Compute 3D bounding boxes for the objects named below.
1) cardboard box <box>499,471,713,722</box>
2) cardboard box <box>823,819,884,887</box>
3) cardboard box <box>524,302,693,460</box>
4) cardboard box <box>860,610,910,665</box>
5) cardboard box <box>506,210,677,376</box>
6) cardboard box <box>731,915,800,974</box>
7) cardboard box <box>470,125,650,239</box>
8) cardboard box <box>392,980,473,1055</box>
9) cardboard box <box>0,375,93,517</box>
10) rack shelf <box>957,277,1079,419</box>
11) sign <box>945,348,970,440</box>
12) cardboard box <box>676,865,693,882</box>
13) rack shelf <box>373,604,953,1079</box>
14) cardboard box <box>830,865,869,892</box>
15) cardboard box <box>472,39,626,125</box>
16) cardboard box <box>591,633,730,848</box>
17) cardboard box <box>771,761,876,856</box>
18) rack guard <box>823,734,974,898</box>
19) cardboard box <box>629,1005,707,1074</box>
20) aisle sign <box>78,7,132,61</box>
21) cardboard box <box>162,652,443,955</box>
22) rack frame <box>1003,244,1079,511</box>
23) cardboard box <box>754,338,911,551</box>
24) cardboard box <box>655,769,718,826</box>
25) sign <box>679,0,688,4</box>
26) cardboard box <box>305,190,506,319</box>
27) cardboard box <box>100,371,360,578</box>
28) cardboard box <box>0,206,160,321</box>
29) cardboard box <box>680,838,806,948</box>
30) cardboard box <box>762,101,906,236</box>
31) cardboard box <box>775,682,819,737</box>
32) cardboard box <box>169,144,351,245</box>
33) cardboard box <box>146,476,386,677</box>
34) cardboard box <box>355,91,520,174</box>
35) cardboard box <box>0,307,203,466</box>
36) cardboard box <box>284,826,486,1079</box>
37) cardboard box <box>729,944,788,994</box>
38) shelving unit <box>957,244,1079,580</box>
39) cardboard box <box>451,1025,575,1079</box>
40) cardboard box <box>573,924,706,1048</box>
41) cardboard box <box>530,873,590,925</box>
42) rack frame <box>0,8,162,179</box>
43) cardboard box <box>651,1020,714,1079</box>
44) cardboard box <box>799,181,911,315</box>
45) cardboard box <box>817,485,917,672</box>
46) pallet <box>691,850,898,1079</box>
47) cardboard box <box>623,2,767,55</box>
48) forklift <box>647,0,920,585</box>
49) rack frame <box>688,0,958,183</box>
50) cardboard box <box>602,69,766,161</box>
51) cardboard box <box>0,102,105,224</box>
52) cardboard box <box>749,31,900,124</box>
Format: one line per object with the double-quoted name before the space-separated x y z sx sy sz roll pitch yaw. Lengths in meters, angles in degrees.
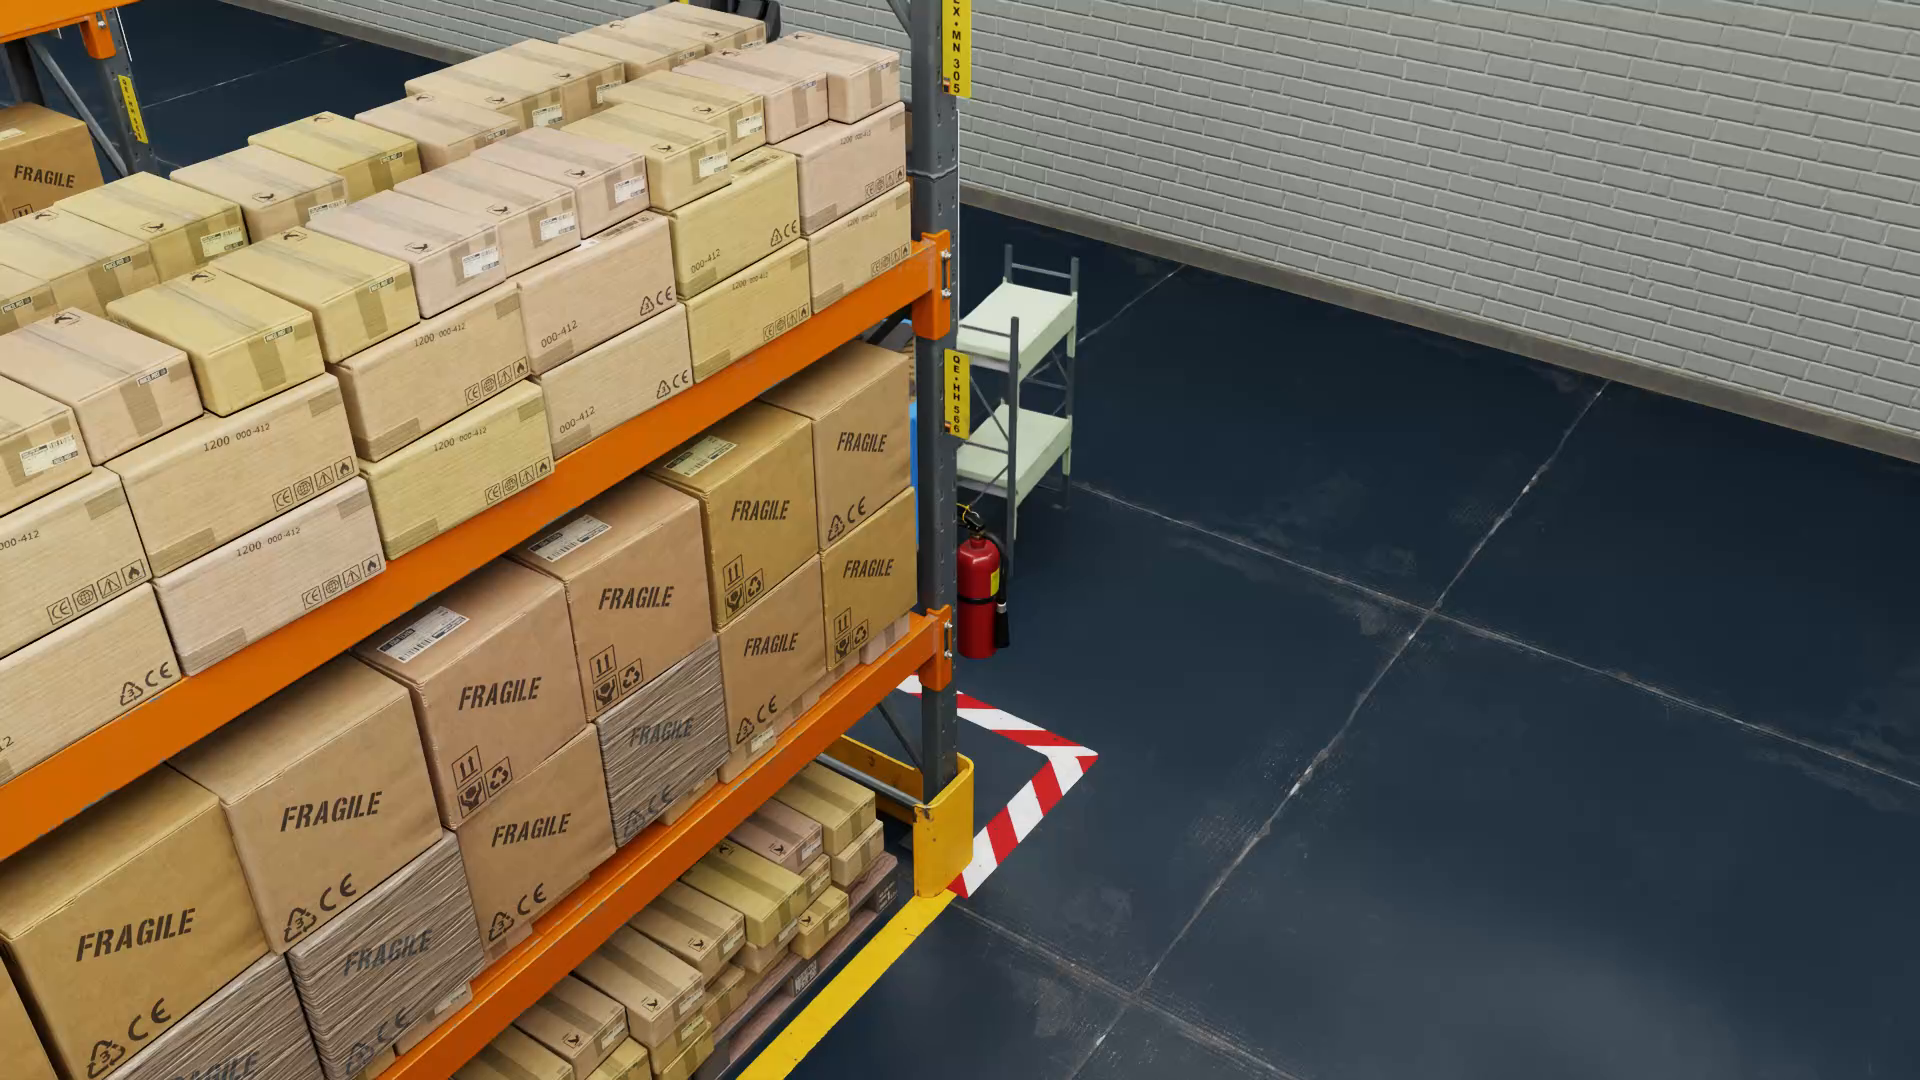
"cardboard box" -1.089 0.116 4.829 0.500 0.500 0.500 23 41 30
"cardboard box" -0.521 1.147 6.456 0.380 0.149 0.250 20 39 27
"cardboard box" -1.075 -0.496 4.438 0.500 0.250 0.500 23 40 30
"cardboard box" -0.408 0.274 6.067 0.380 0.149 0.250 21 39 28
"cardboard box" -1.093 -0.694 4.284 0.500 0.250 0.500 22 40 29
"cardboard box" -0.816 1.387 6.101 0.380 0.149 0.250 20 39 26
"cardboard box" -1.025 -0.922 4.266 0.380 0.149 0.250 20 39 27
"cardboard box" -1.594 1.227 4.658 0.380 0.149 0.250 23 40 30
"cardboard box" -1.905 -0.192 3.186 0.380 0.149 0.250 20 39 27
"rack shelf" 0.253 -0.974 8.331 0.431 0.370 0.720 15 37 21
"sign" -0.010 -0.495 5.664 0.100 0.325 0.005 21 39 28
"cardboard box" -1.233 1.221 6.347 0.380 0.149 0.250 22 40 29
"rack shelf" -1.595 1.148 5.193 1.077 0.370 4.000 21 39 28
"cardboard box" -0.583 1.245 6.577 0.380 0.149 0.250 22 40 29
"cardboard box" -1.201 -1.334 4.874 0.380 0.149 0.250 21 39 28
"cardboard box" -1.078 0.526 5.116 0.500 0.500 0.500 21 40 28
"cardboard box" -0.548 1.015 6.387 0.380 0.149 0.250 22 40 29
"rack guard" -0.498 1.000 7.001 1.175 0.500 0.348 21 39 28
"cardboard box" -1.100 1.629 5.743 0.380 0.149 0.250 22 40 29
"aisle sign" -4.184 -2.716 7.943 0.394 0.787 0.004 21 39 28
"cardboard box" -1.682 0.596 4.119 0.500 0.500 0.500 22 40 29
"rack frame" 0.414 -0.835 8.822 0.400 1.500 0.023 15 37 21
"cardboard box" -0.511 -0.359 5.532 0.500 0.500 0.500 20 39 27
"cardboard box" -1.012 0.733 5.388 0.380 0.149 0.250 19 39 26
"sign" -0.900 -1.848 5.523 0.100 0.325 0.005 21 39 28
"cardboard box" -1.298 -0.675 3.900 0.380 0.149 0.250 20 39 27
"cardboard box" -1.677 -0.217 3.579 0.500 0.250 0.500 22 40 29
"cardboard box" -2.065 -0.617 3.815 0.380 0.149 0.250 21 39 28
"cardboard box" -0.782 1.272 6.007 0.380 0.149 0.250 20 39 27
"cardboard box" -0.508 -1.165 4.980 0.500 0.250 0.500 20 39 27
"cardboard box" -0.711 0.496 5.738 0.380 0.149 0.250 21 39 28
"cardboard box" -1.736 -0.842 4.146 0.380 0.149 0.250 23 40 30
"cardboard box" -1.663 -0.006 3.713 0.500 0.250 0.500 23 40 30
"cardboard box" -1.400 -1.070 4.484 0.380 0.149 0.250 22 40 29
"cardboard box" -1.775 -0.318 3.372 0.380 0.149 0.250 20 39 27
"cardboard box" -1.653 1.008 4.403 0.500 0.500 0.500 20 39 27
"cardboard box" -0.868 1.490 6.215 0.380 0.149 0.250 21 39 28
"shelving unit" 0.253 -0.651 8.550 0.431 1.500 0.755 15 37 21
"cardboard box" -1.456 1.727 5.333 0.380 0.149 0.250 21 40 28
"cardboard box" -1.089 1.512 5.651 0.380 0.149 0.250 23 40 30
"cardboard box" -1.353 0.966 5.044 0.380 0.149 0.250 22 40 29
"rack frame" -4.471 -1.701 8.764 1.000 3.000 0.127 21 39 28
"cardboard box" -1.092 1.745 5.837 0.380 0.149 0.250 19 39 26
"cardboard box" -0.496 -0.957 5.120 0.500 0.250 0.500 20 39 27
"cardboard box" -0.499 0.054 5.814 0.500 0.500 0.500 22 40 29
"pallet" -0.990 1.482 6.546 1.003 0.211 1.213 21 39 28
"cardboard box" -0.826 -1.547 5.189 0.380 0.149 0.250 21 39 28
"forklift" -1.647 -1.211 8.100 3.031 2.935 1.130 0 34 -1
"rack frame" -0.454 -2.556 4.672 1.000 3.000 0.127 21 39 28
"cardboard box" -0.769 -1.176 4.641 0.380 0.149 0.250 20 39 27
"cardboard box" -4.533 -1.765 8.057 0.500 0.500 0.500 22 40 29
"cardboard box" -0.402 -1.376 4.937 0.380 0.149 0.250 21 39 28
